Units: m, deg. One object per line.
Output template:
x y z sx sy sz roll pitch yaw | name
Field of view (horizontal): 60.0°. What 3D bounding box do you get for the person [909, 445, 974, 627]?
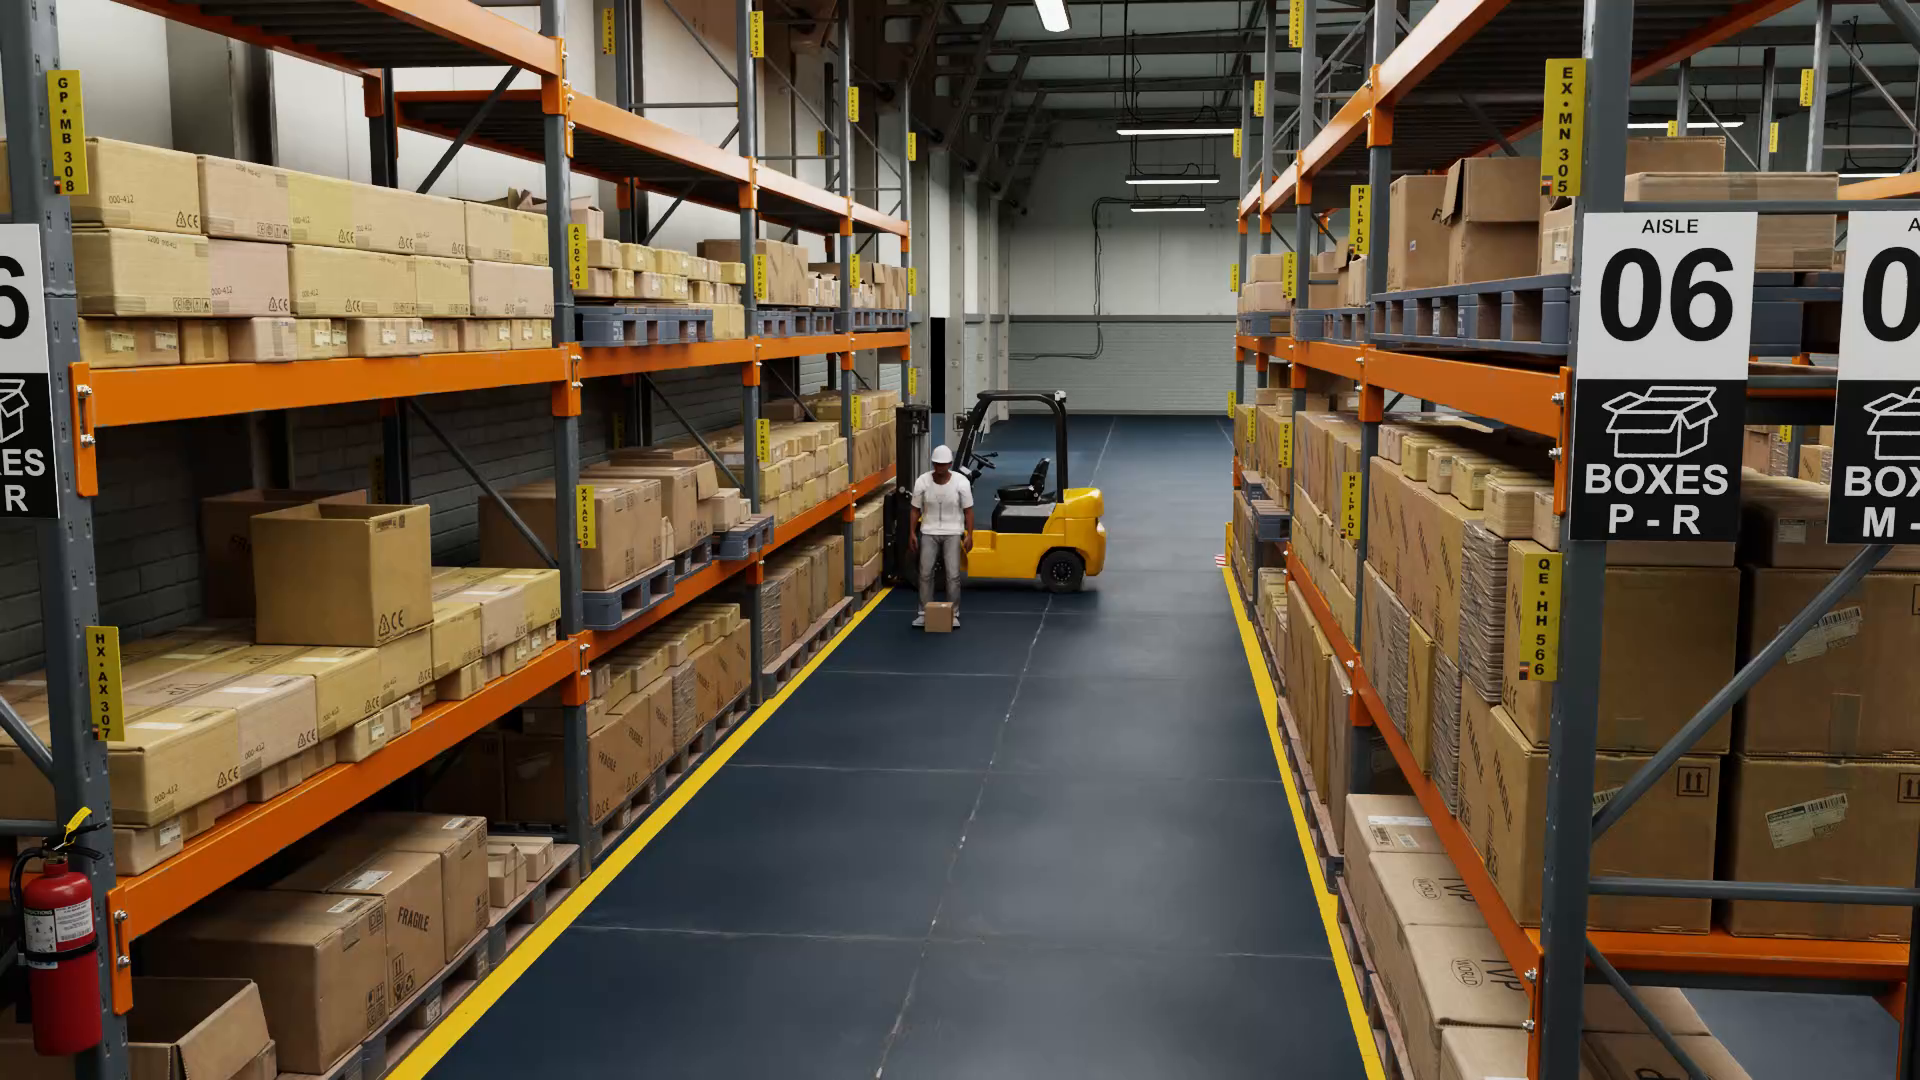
-0.183 -0.039 16.013 0.628 1.761 0.461 1 8 8 | person
